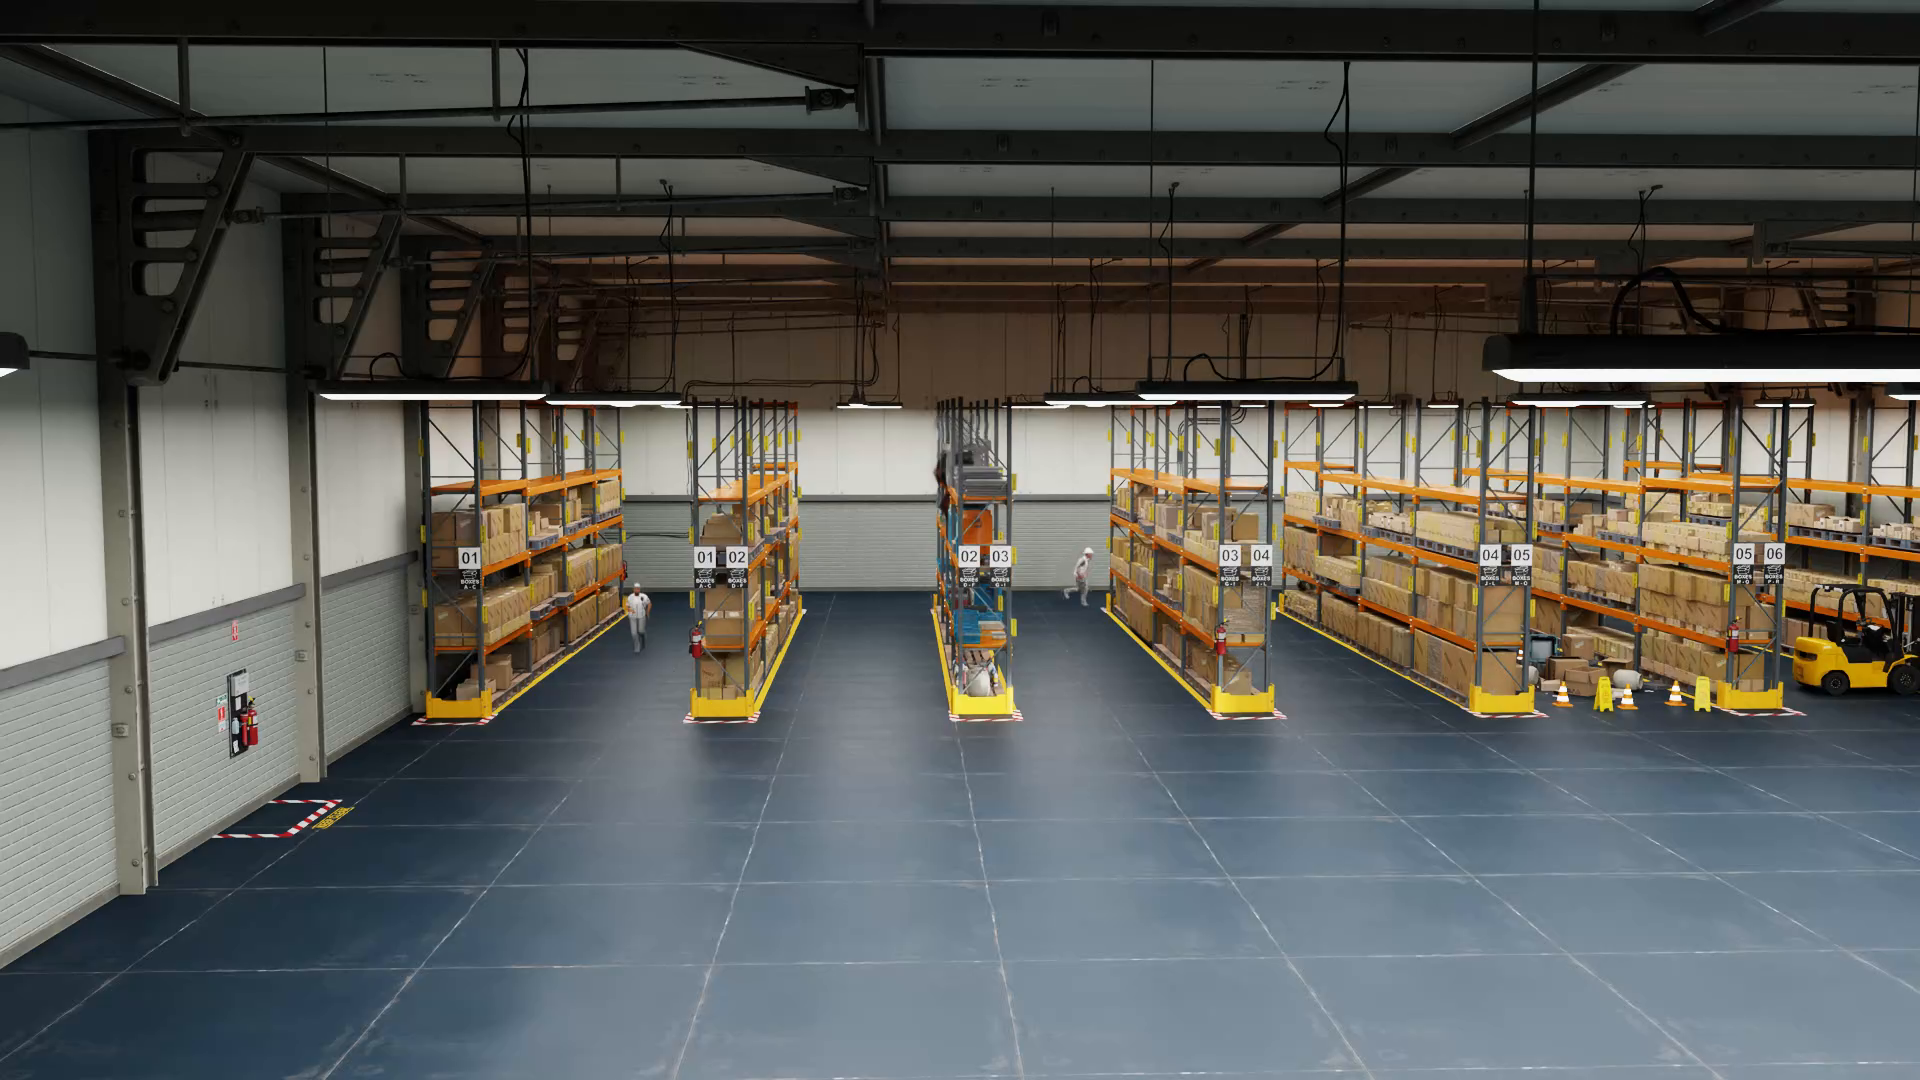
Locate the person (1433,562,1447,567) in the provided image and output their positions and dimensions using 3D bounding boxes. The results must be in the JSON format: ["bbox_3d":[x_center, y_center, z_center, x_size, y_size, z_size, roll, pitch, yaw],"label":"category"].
[{"bbox_3d":[14.506,0.963,50.223,0.607,1.745,0.645,-2,5,-20],"label":"person"}]

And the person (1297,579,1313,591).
[{"bbox_3d":[10.331,1.035,49.308,0.765,1.793,0.675,-2,5,-27],"label":"person"}]

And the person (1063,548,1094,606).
[{"bbox_3d":[3.524,1.090,49.289,0.938,1.724,0.661,2,5,20],"label":"person"}]

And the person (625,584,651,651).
[{"bbox_3d":[-7.659,1.853,39.536,0.592,1.629,0.577,0,4,-4],"label":"person"}]
